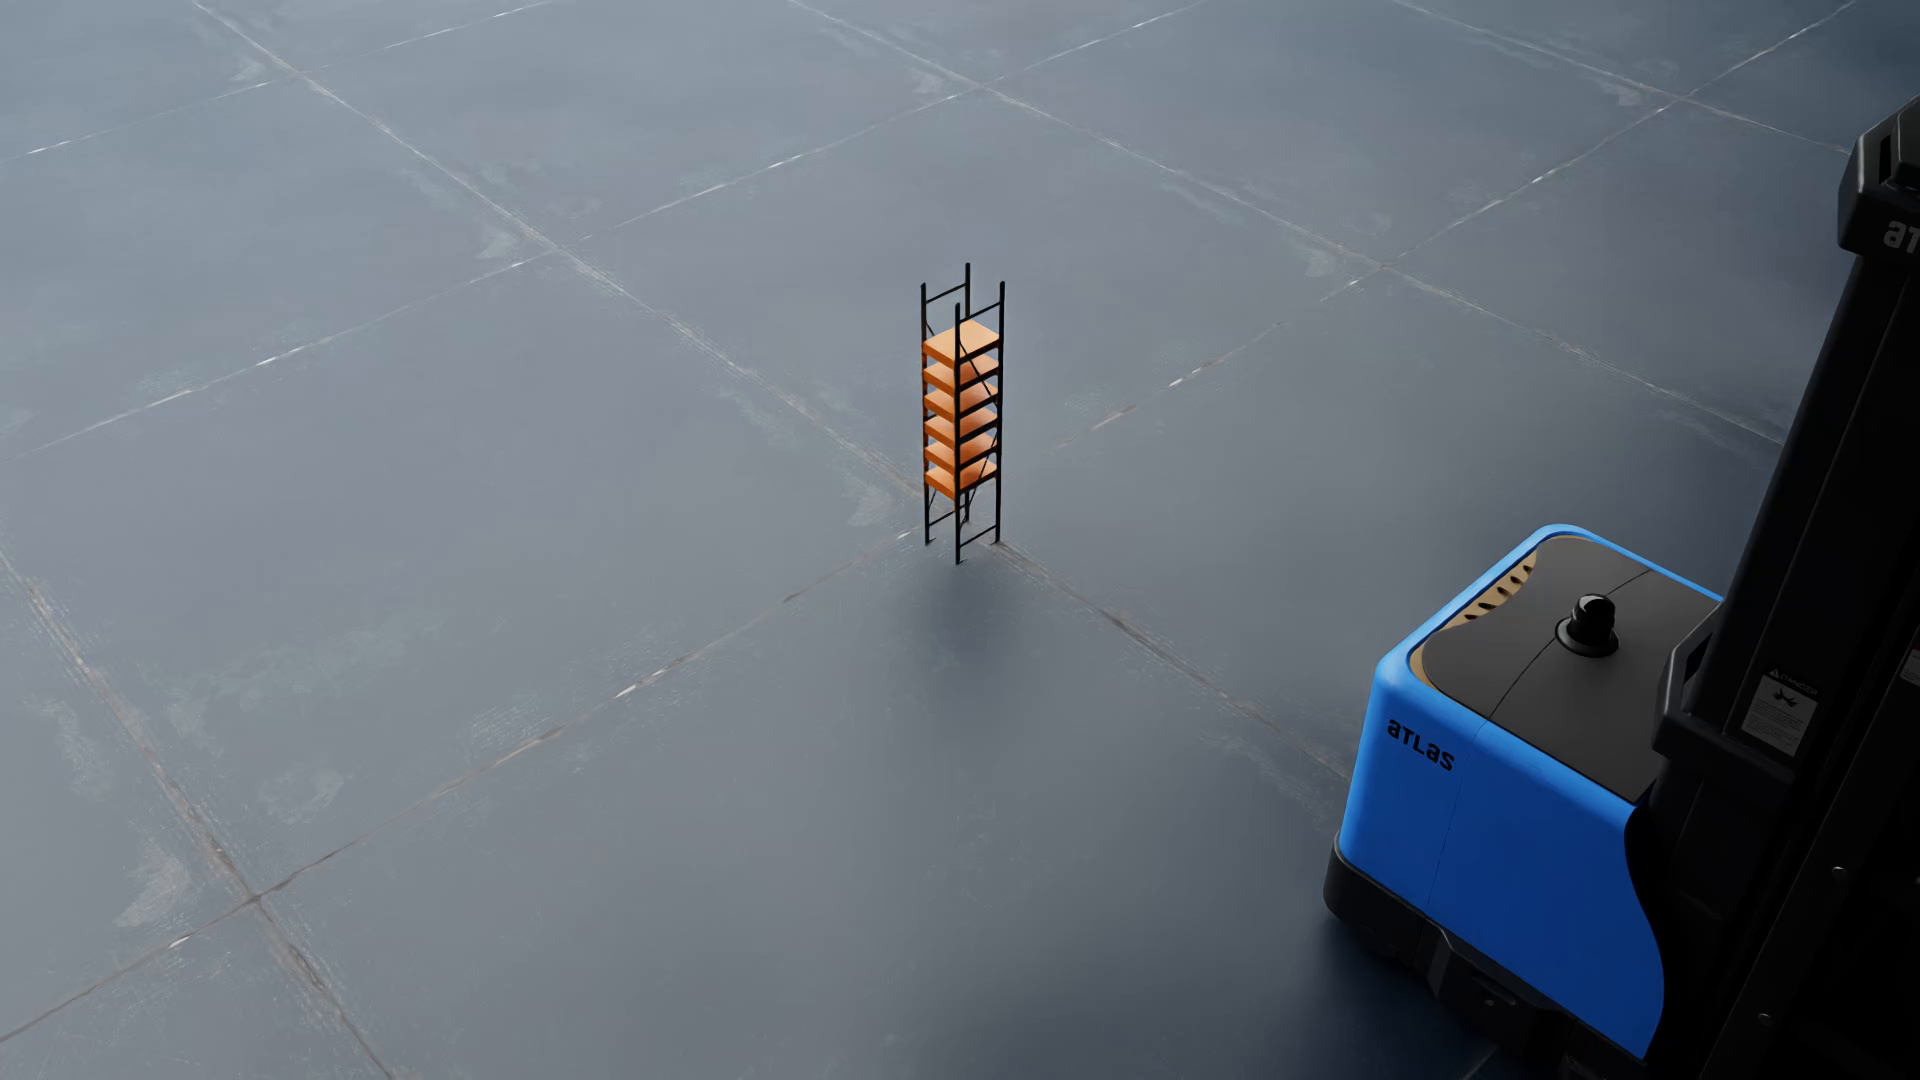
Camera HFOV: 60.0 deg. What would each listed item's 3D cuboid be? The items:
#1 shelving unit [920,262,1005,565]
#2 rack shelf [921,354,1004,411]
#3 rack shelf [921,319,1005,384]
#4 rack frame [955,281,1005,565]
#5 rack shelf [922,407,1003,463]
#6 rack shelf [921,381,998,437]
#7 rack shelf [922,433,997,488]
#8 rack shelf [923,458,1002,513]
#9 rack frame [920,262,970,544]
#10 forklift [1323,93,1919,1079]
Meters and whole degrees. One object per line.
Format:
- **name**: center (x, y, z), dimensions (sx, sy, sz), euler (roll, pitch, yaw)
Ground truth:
- **shelving unit**: center (0.010, -0.460, 6.365), dimensions (0.258, 1.200, 0.189), euler (-30, 48, -32)
- **rack shelf**: center (0.010, -0.612, 6.242), dimensions (0.258, 0.103, 0.180), euler (-30, 48, -32)
- **rack shelf**: center (0.010, -0.706, 6.166), dimensions (0.258, 0.103, 0.180), euler (-30, 48, -32)
- **rack frame**: center (0.072, -0.418, 6.312), dimensions (0.240, 1.200, 0.006), euler (-30, 48, -32)
- **rack shelf**: center (0.010, -0.426, 6.393), dimensions (0.258, 0.103, 0.180), euler (-30, 48, -32)
- **rack shelf**: center (0.010, -0.519, 6.317), dimensions (0.258, 0.103, 0.180), euler (-30, 48, -32)
- **rack shelf**: center (0.010, -0.332, 6.468), dimensions (0.258, 0.103, 0.180), euler (-30, 48, -32)
- **rack shelf**: center (0.010, -0.239, 6.543), dimensions (0.258, 0.103, 0.180), euler (-30, 48, -32)
- **rack frame**: center (-0.052, -0.502, 6.417), dimensions (0.240, 1.200, 0.006), euler (-30, 48, -32)
- **forklift**: center (2.533, 0.494, 3.806), dimensions (1.130, 2.935, 3.031), euler (-31, 48, -33)
